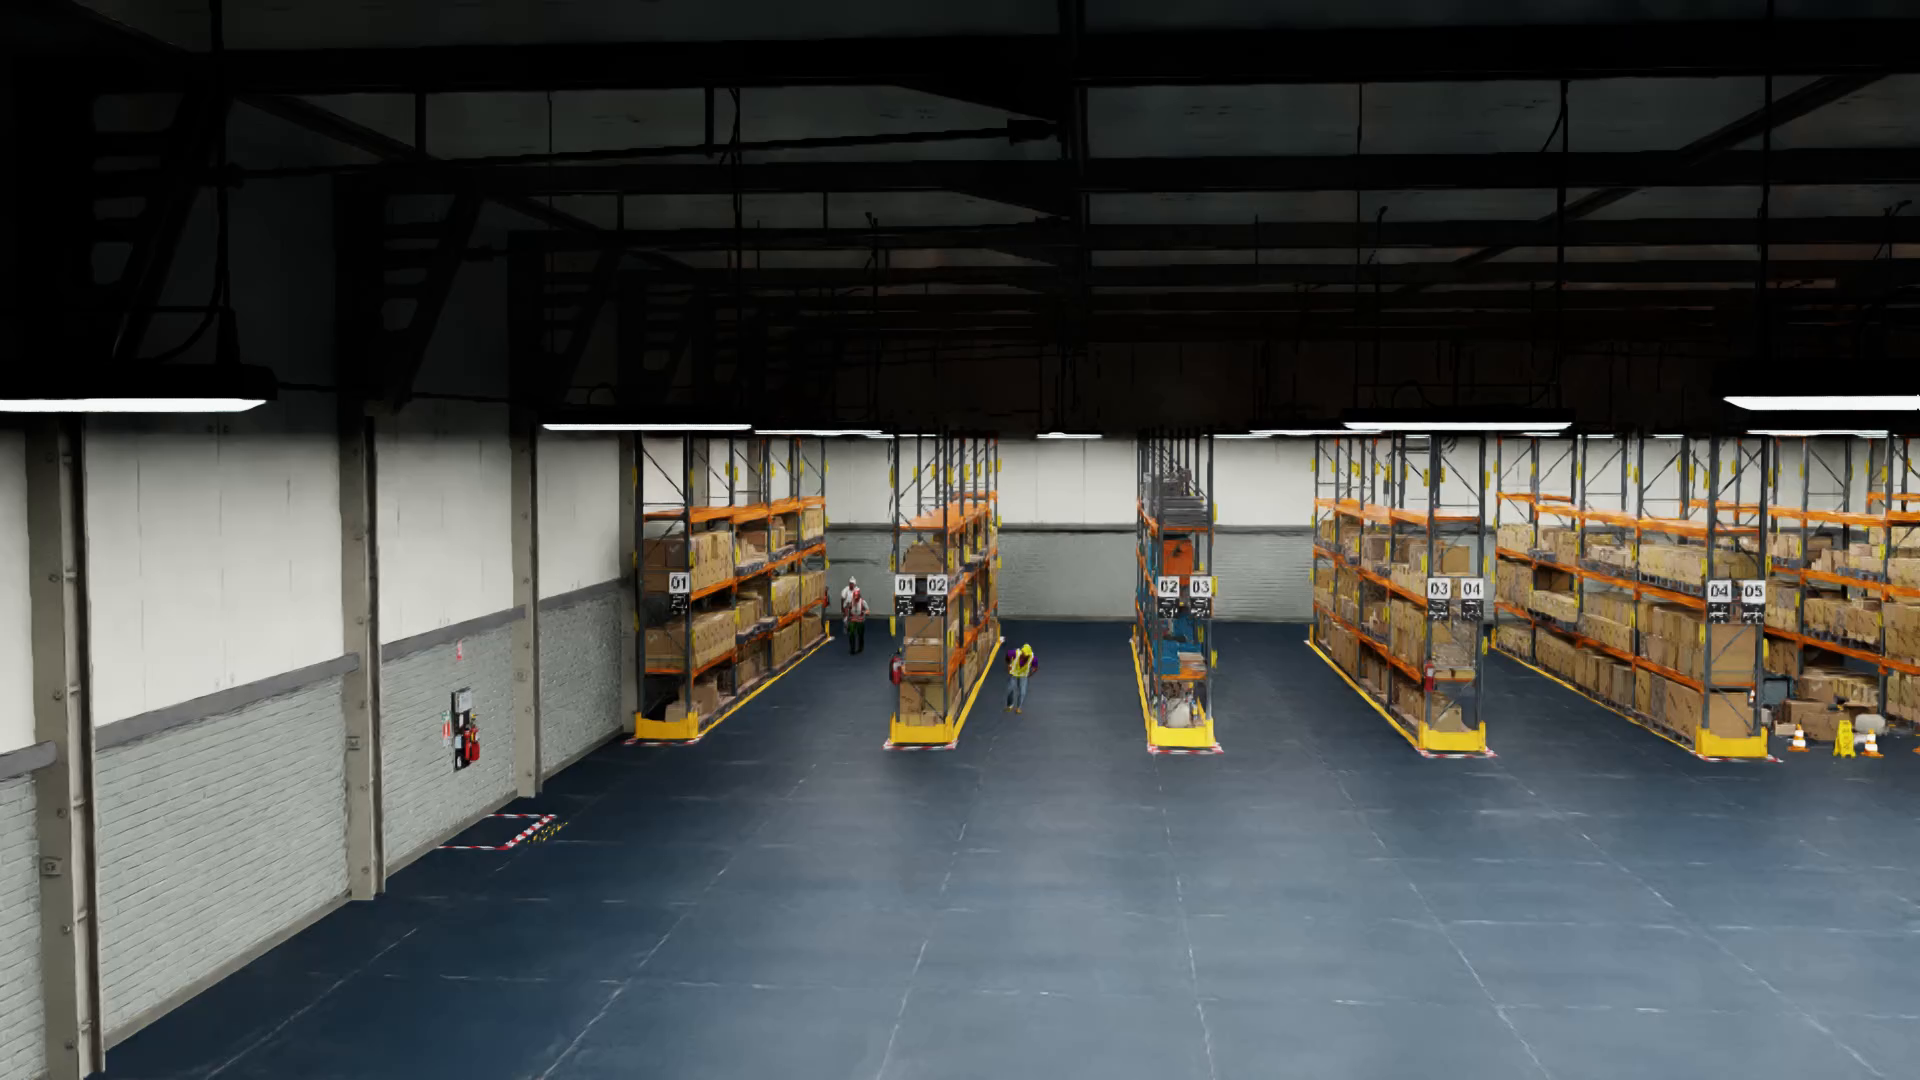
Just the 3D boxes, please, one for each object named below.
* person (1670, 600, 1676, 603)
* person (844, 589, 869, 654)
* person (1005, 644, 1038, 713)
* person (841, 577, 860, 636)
[{"bbox_3d":[20.497,1.986,47.495,0.666,1.783,0.567,-2,4,-29],"label":"person"},{"bbox_3d":[-2.794,2.172,44.733,0.694,1.721,0.843,0,3,1],"label":"person"},{"bbox_3d":[1.300,2.897,34.948,0.690,1.486,0.990,0,3,-3],"label":"person"},{"bbox_3d":[-3.166,1.943,48.682,0.622,1.723,0.946,-1,4,-18],"label":"person"}]
